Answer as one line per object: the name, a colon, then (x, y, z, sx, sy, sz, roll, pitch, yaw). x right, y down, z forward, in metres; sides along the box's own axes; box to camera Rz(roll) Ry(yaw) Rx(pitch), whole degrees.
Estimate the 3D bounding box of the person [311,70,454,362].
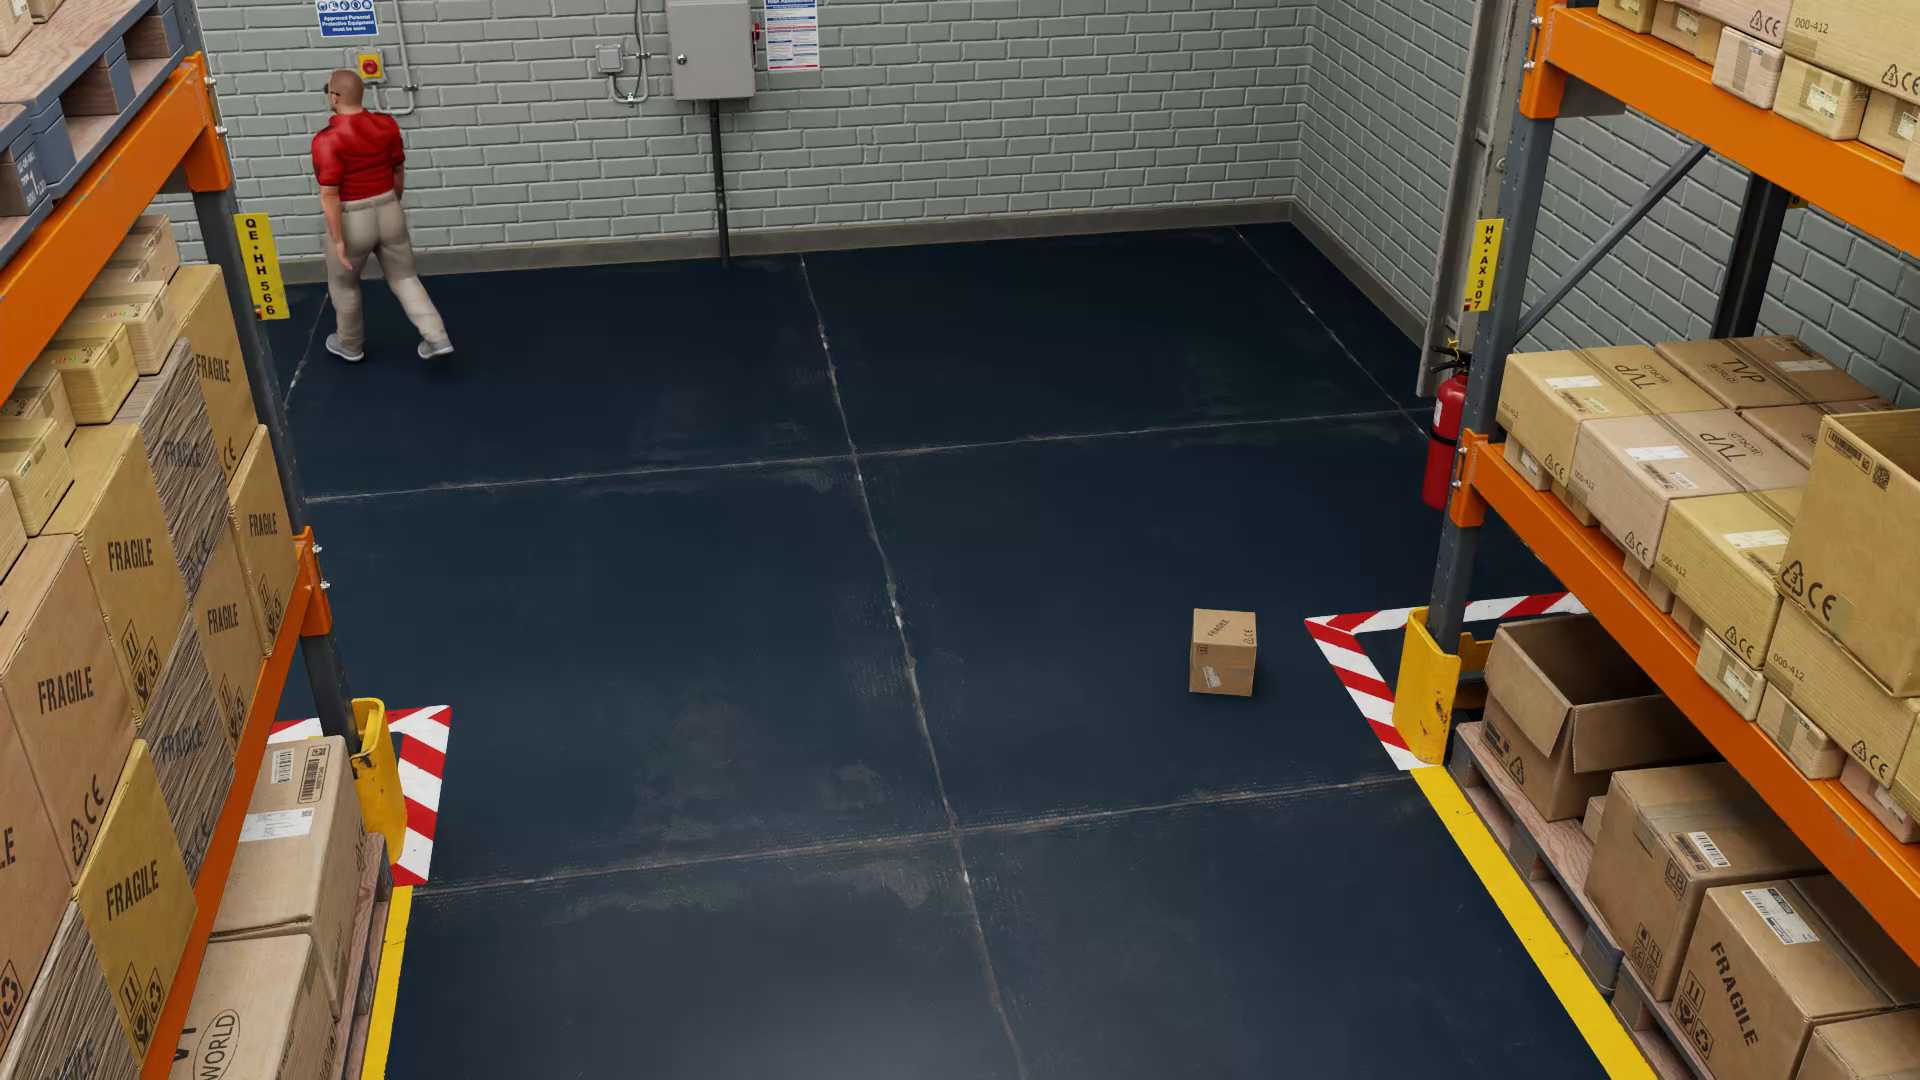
person: (-3.273, -1.753, 9.123, 0.537, 1.686, 0.910, -26, 39, -37)
